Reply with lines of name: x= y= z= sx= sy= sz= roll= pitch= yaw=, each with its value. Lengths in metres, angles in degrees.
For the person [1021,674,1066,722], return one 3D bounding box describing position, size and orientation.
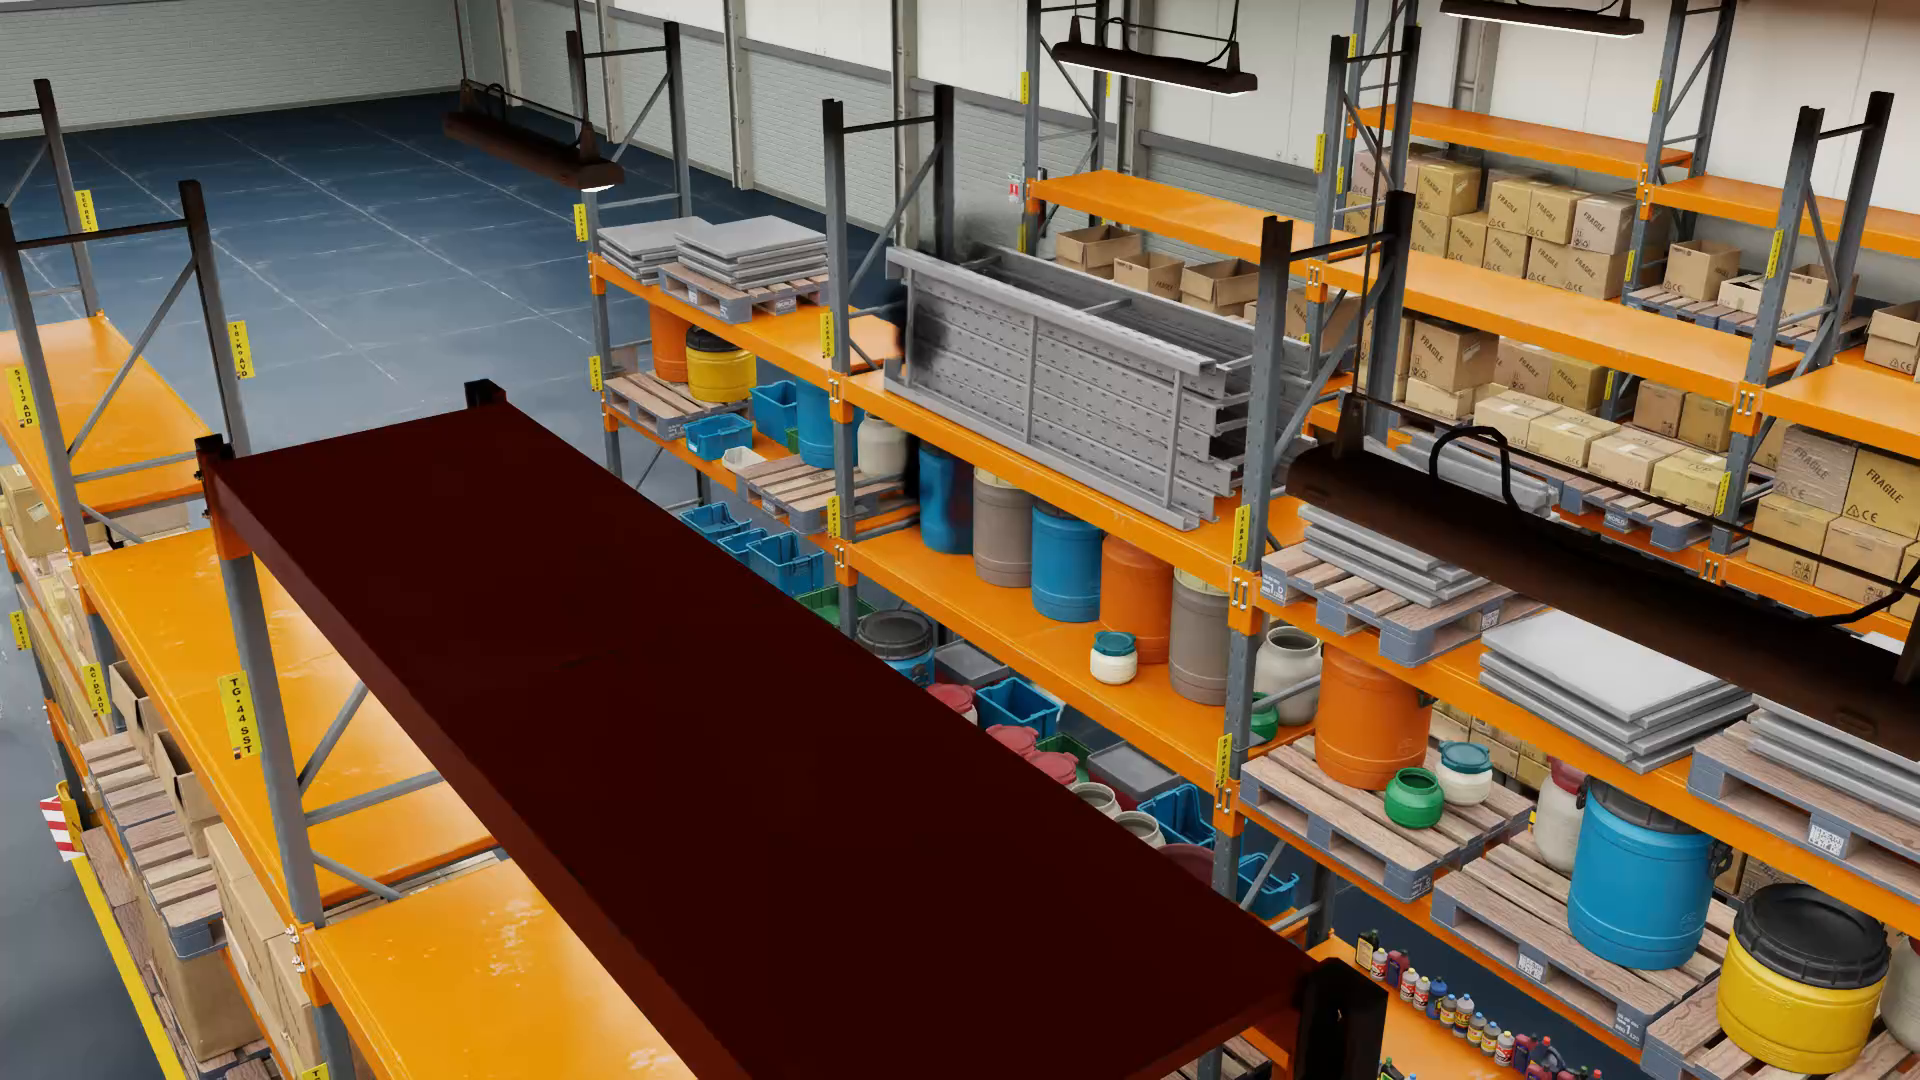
person: x=0.792 y=1.283 z=14.105 sx=0.719 sy=1.752 sz=0.979 roll=-19 pitch=31 yaw=-35
